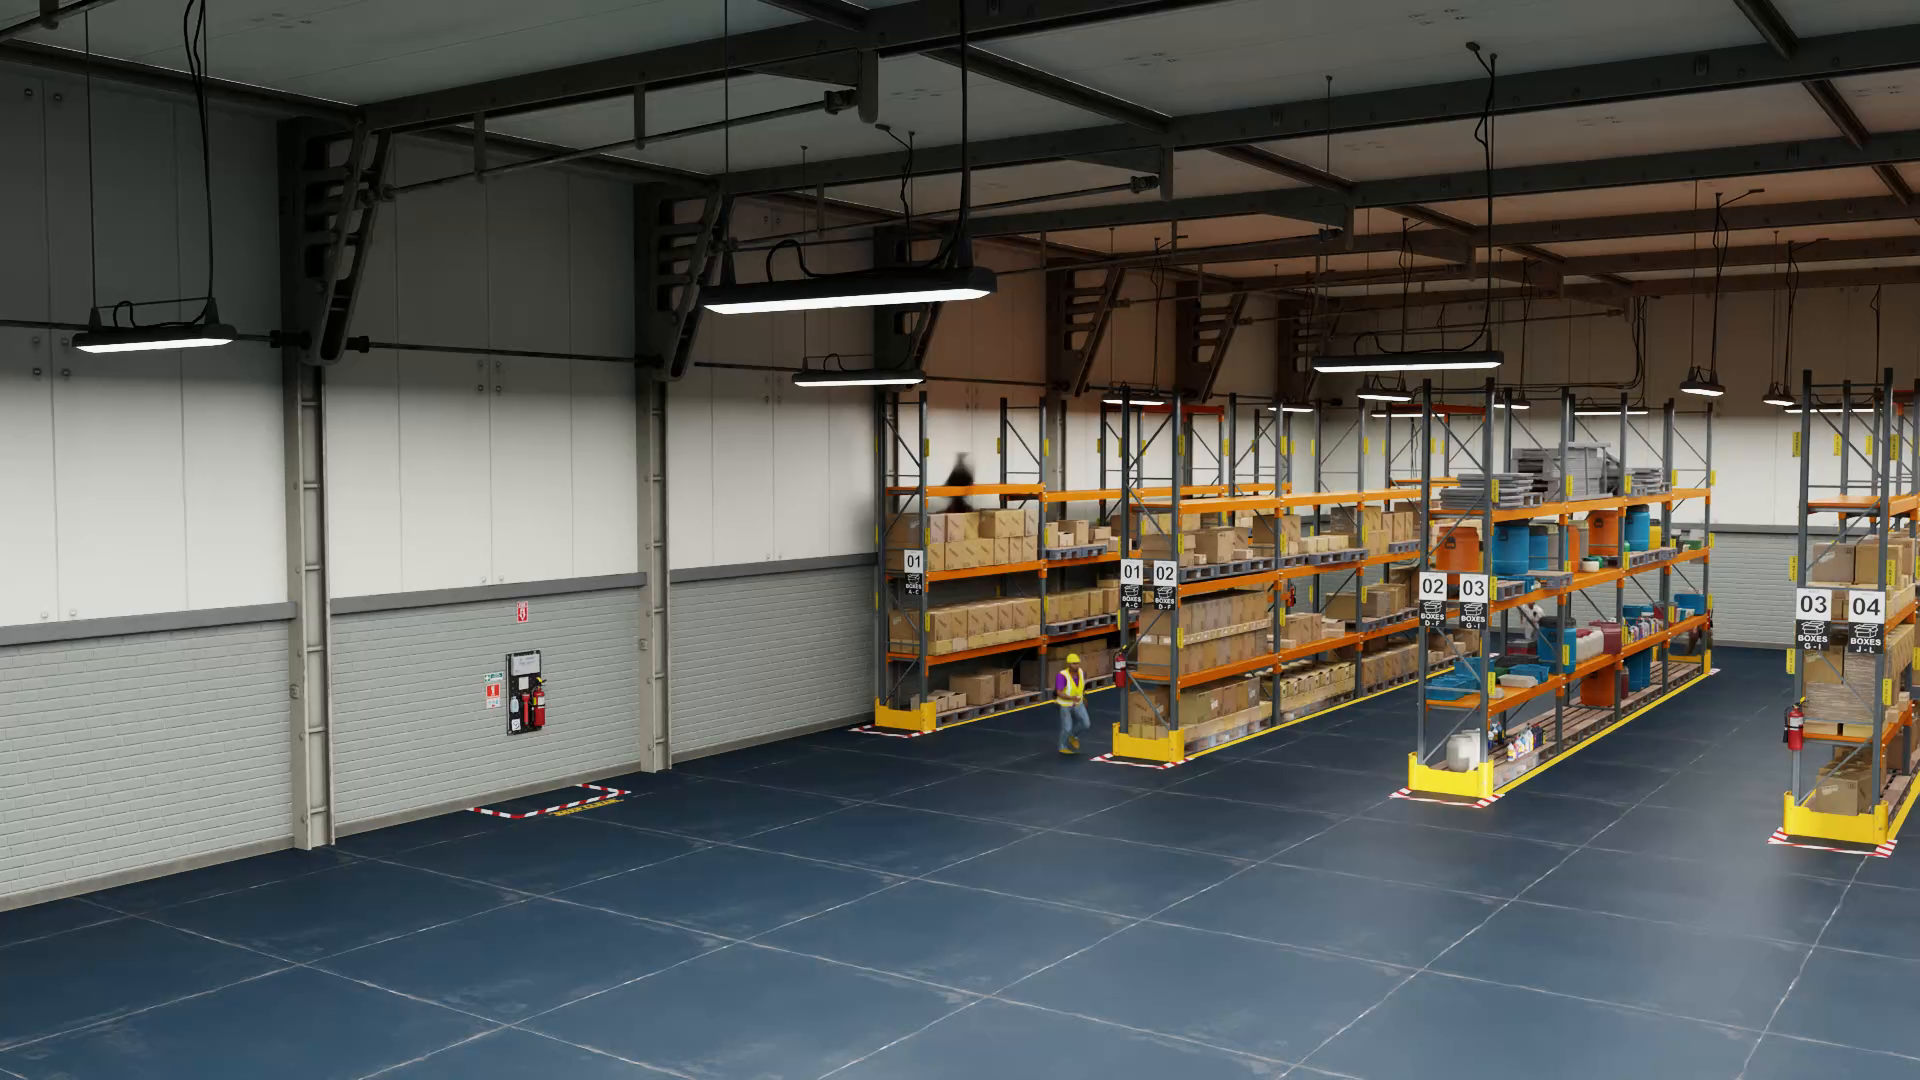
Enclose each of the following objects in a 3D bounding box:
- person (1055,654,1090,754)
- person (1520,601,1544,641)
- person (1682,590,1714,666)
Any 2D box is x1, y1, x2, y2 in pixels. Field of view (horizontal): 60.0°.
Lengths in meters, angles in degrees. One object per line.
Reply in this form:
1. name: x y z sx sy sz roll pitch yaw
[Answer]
1. person: 1.846 2.672 26.950 0.717 1.680 0.843 -1 3 -24
2. person: 13.326 2.103 38.694 0.612 1.618 0.957 2 4 31
3. person: 16.975 2.010 38.248 0.726 1.742 0.669 -1 3 -15
